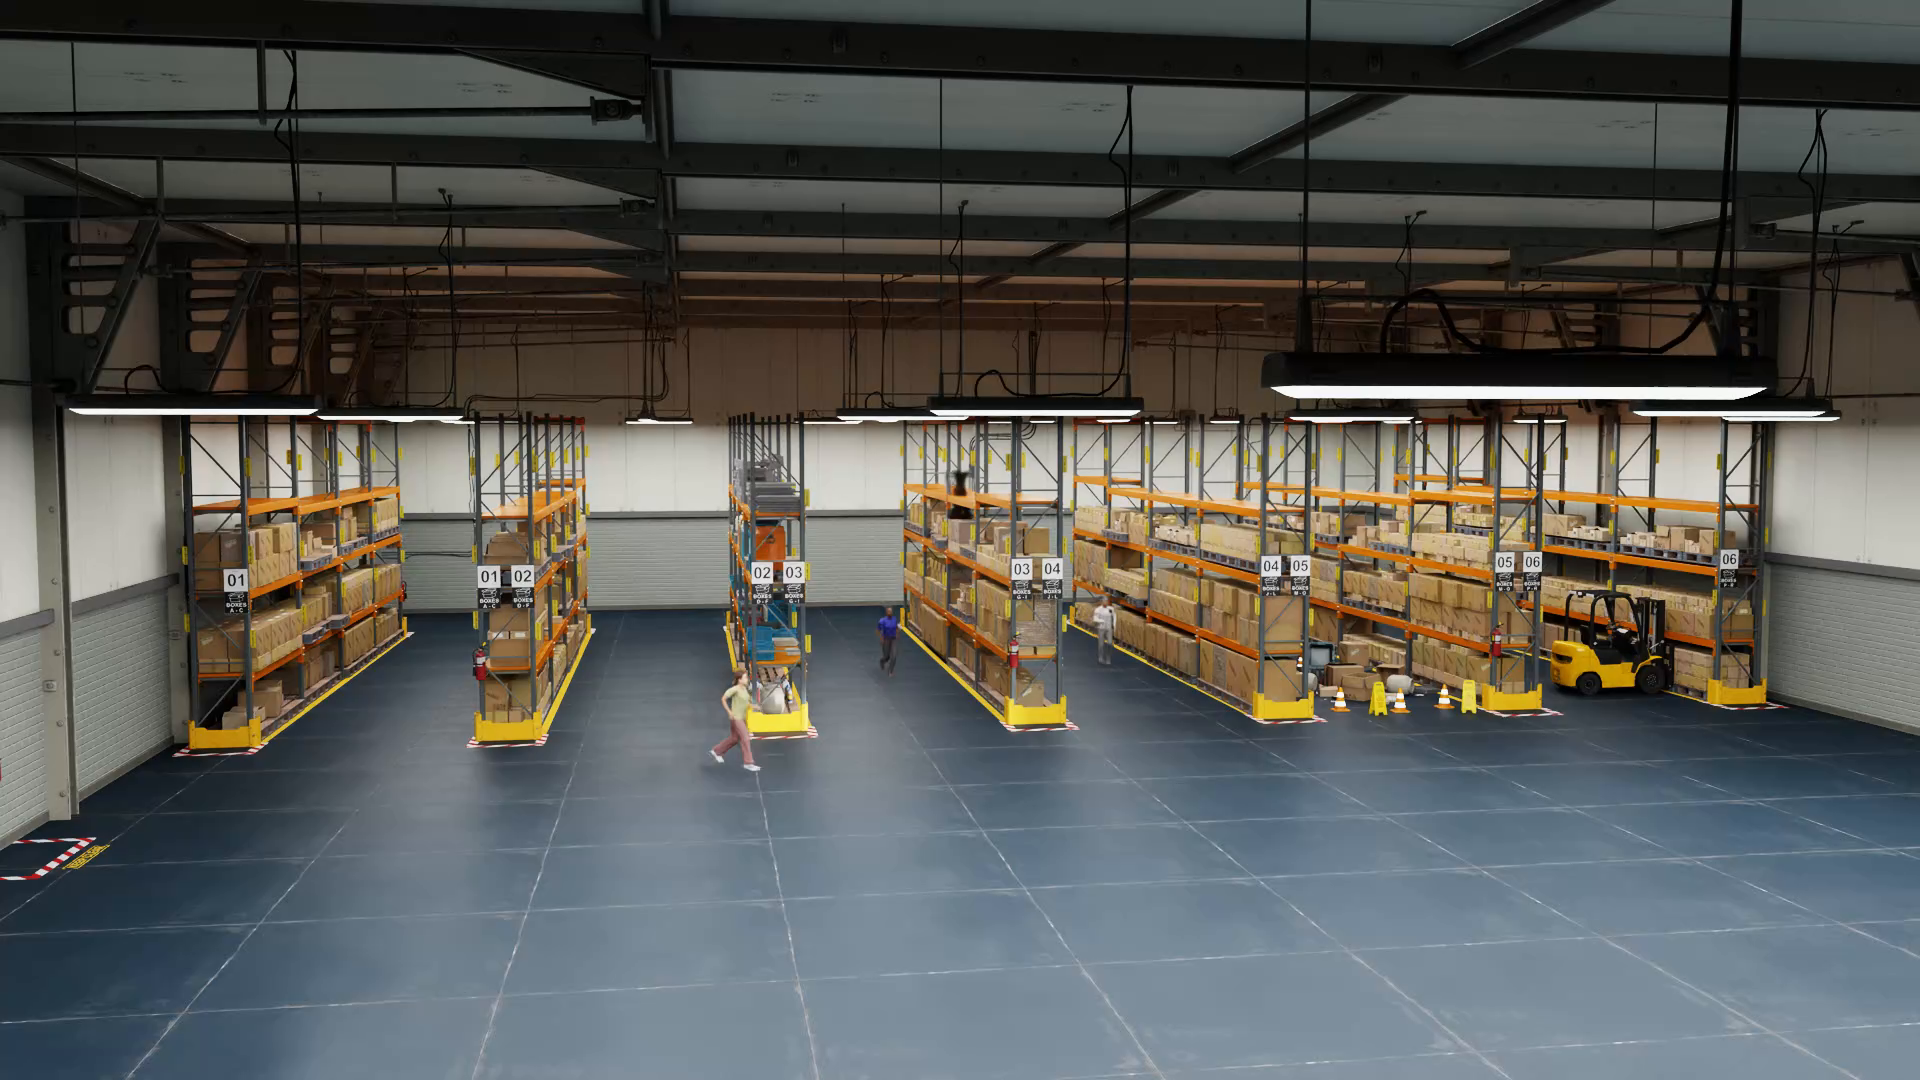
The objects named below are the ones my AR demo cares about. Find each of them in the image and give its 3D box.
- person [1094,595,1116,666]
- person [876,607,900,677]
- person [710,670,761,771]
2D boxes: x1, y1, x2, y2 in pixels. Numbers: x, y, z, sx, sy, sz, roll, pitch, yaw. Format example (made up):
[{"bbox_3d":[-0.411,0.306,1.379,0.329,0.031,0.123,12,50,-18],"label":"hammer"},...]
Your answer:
[{"bbox_3d":[3.490,2.169,39.922,0.592,1.719,0.786,0,4,-4],"label":"person"},{"bbox_3d":[-1.646,2.331,38.211,0.585,1.607,0.653,-2,4,-23],"label":"person"},{"bbox_3d":[-3.766,3.001,27.800,0.951,1.666,0.551,1,4,15],"label":"person"}]
